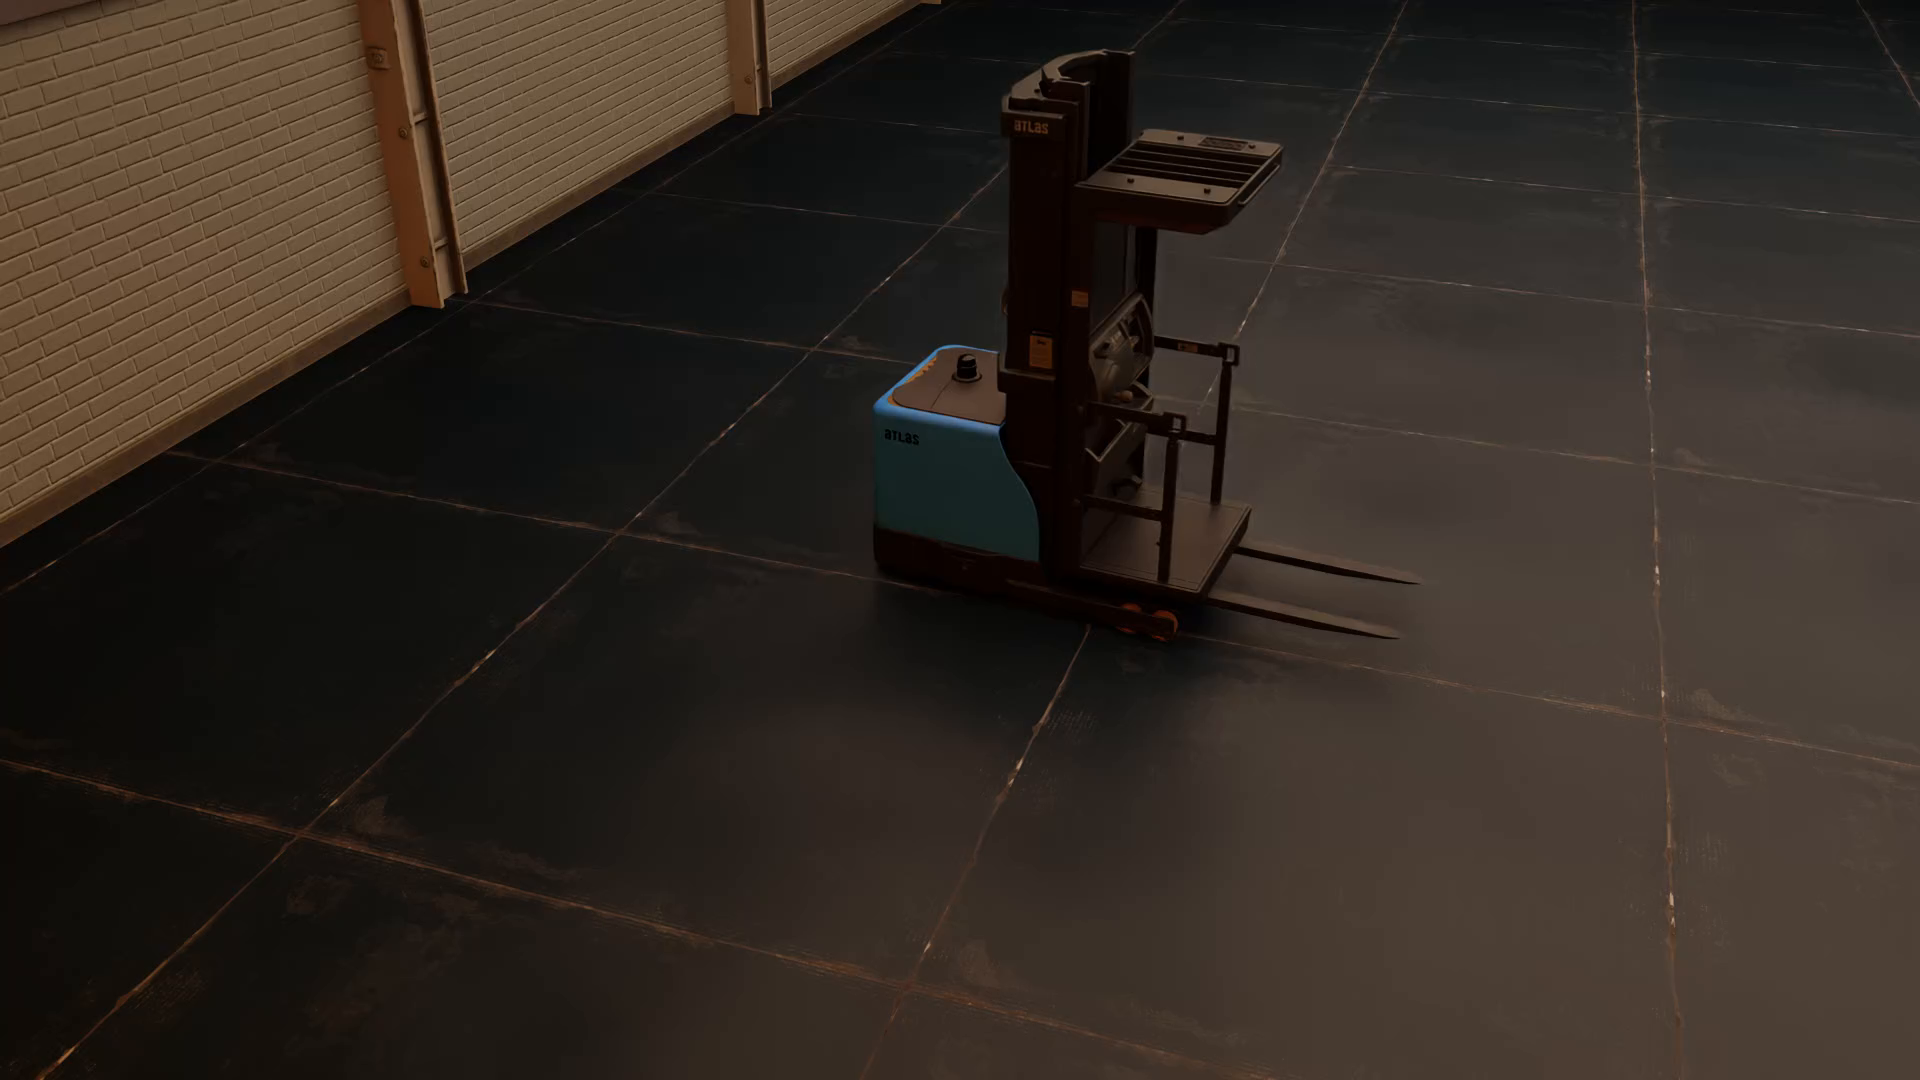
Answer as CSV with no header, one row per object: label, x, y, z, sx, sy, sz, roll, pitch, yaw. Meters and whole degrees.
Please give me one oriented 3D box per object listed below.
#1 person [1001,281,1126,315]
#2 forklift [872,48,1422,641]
person,0.755,-1.375,11.027,0.967,1.596,0.502,0,30,0
forklift,1.058,-1.019,8.924,3.031,2.935,1.130,12,32,21
